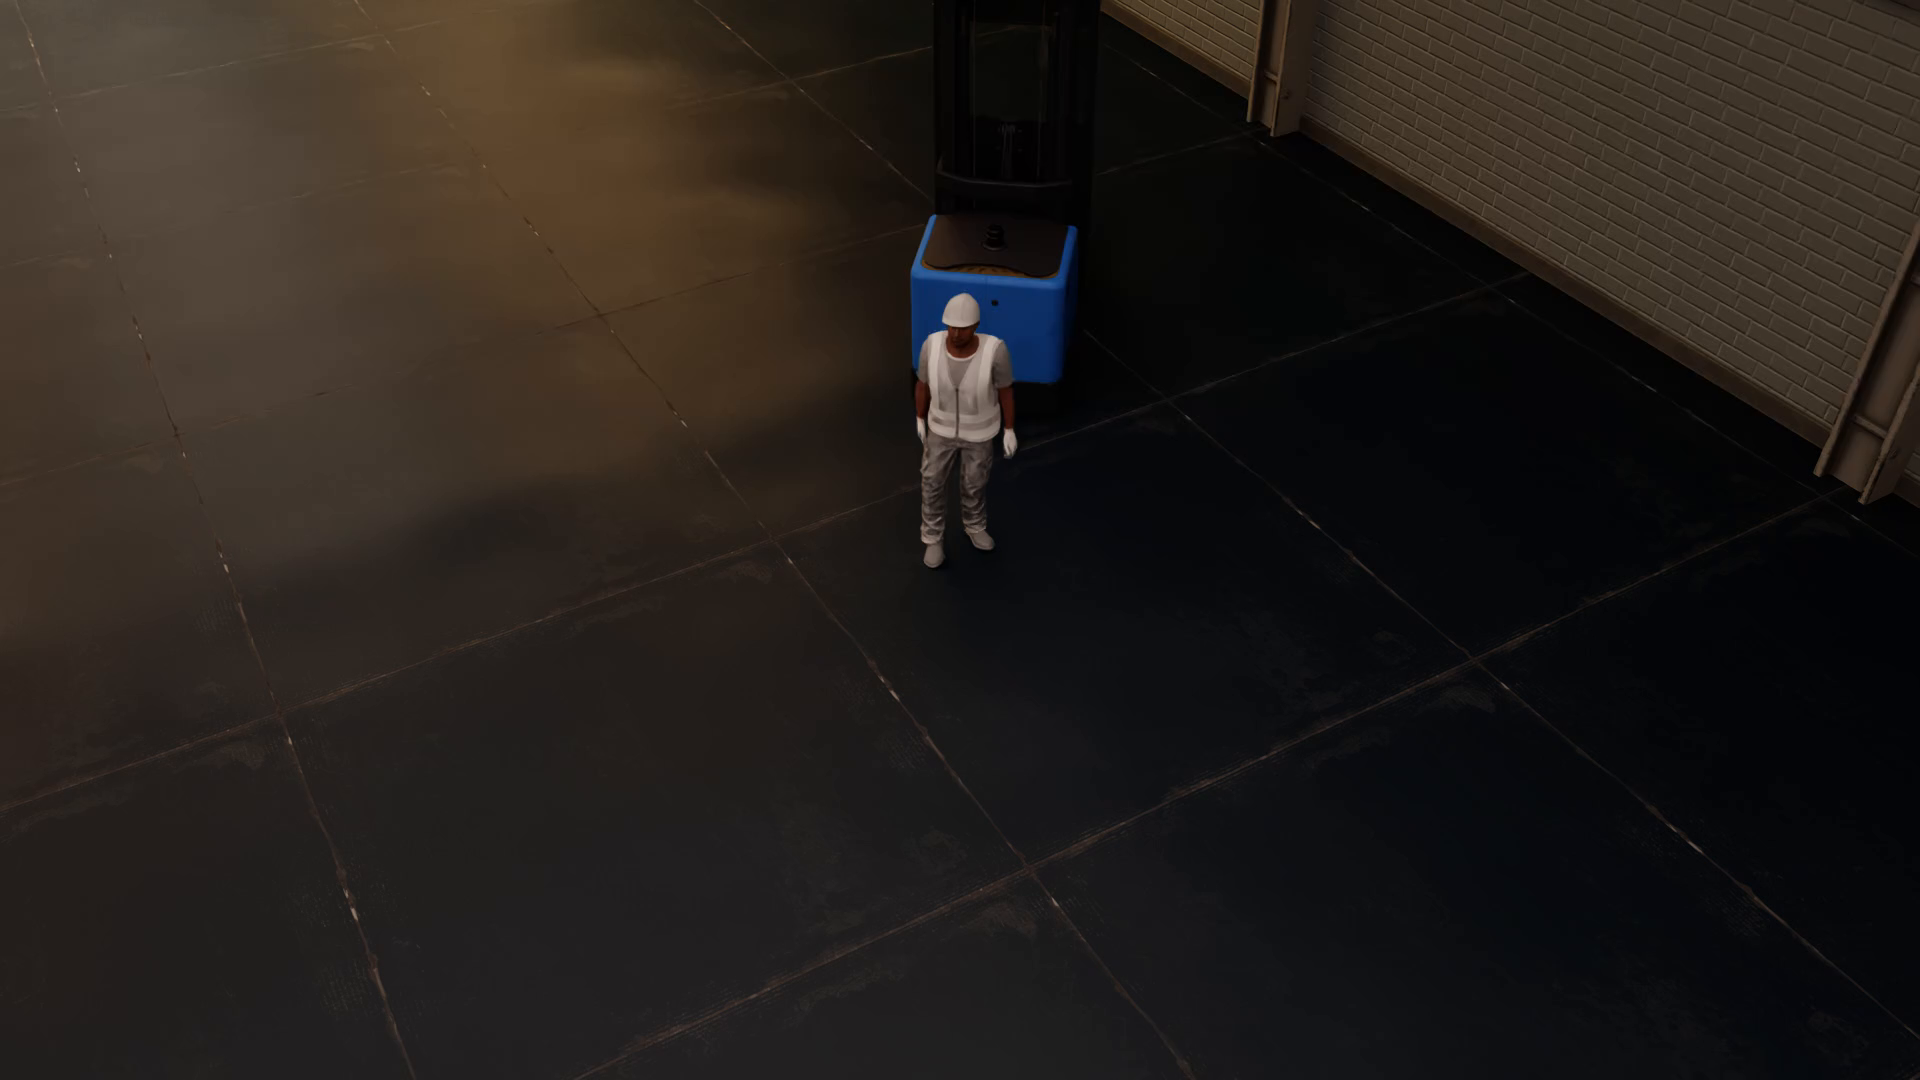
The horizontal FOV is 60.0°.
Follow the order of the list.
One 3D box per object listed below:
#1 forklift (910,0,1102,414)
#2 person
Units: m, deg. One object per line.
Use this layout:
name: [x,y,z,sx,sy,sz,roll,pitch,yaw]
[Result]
forklift: [0.407,-2.923,11.560,1.130,2.935,3.031,6,40,7]
person: [0.025,-0.616,9.710,0.637,1.781,0.476,8,40,9]
